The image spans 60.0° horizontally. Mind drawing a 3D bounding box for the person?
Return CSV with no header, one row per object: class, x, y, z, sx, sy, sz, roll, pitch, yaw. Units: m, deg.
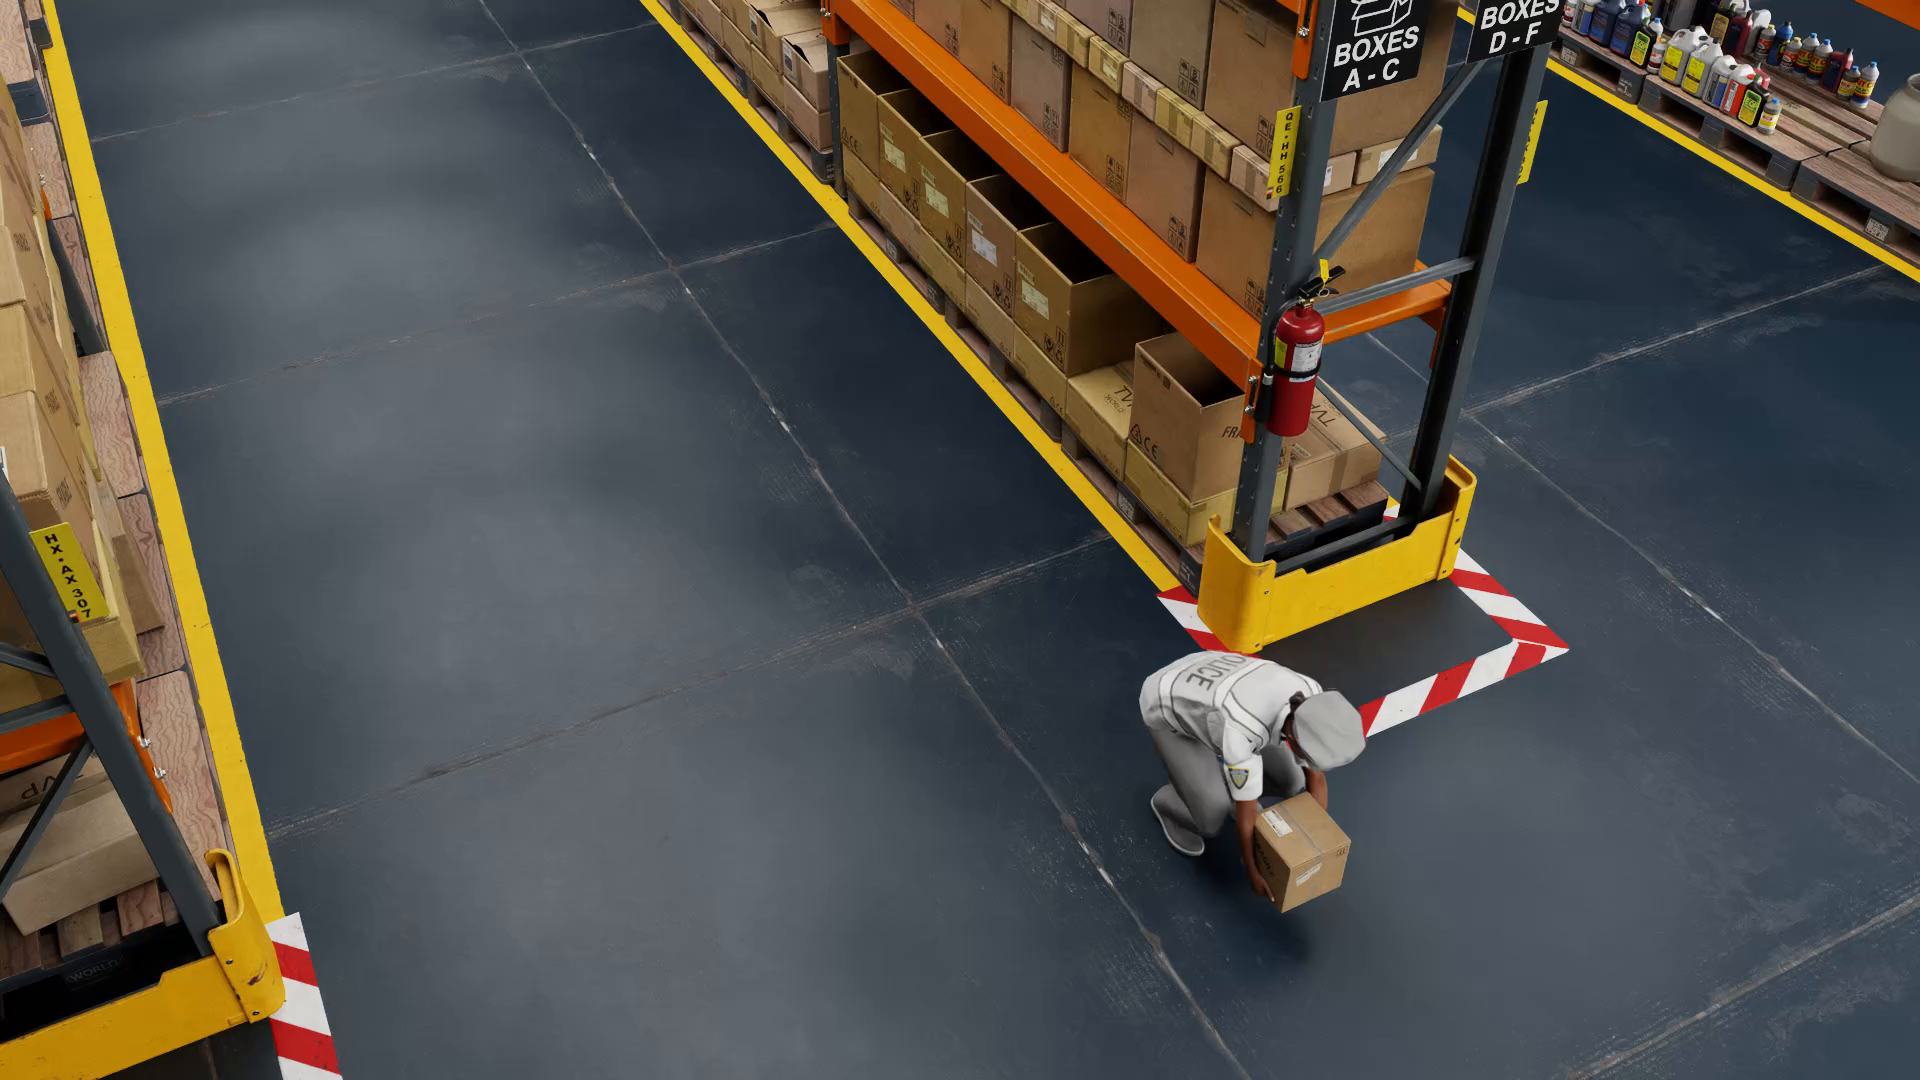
person,0.992,0.755,5.828,0.458,0.985,0.860,-21,46,-22
